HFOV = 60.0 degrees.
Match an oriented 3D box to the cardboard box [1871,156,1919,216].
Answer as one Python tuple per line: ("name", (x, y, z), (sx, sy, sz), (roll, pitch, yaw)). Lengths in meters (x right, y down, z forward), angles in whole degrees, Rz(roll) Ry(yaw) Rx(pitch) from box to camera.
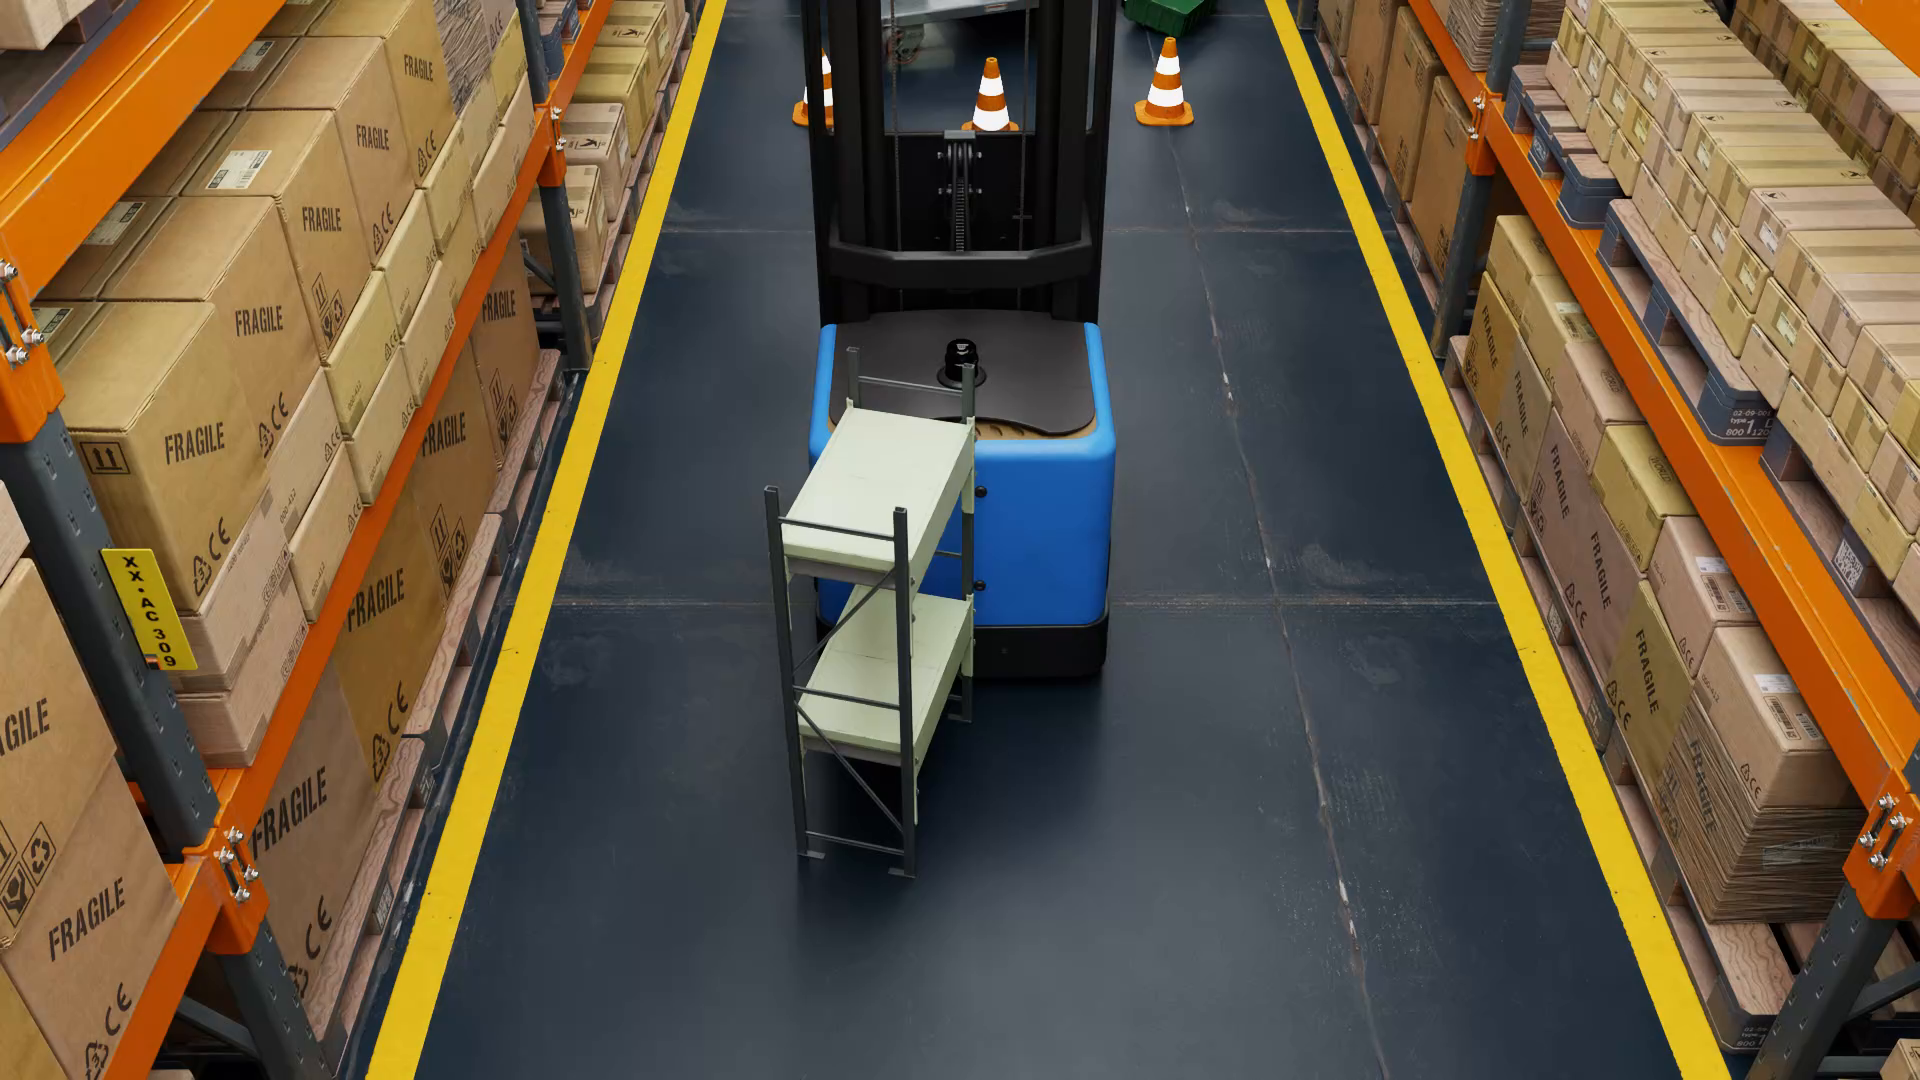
("cardboard box", (3.189, -1.119, 5.374), (0.380, 0.149, 0.250), (1, 39, 1))

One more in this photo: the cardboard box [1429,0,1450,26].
("cardboard box", (2.461, -2.684, 7.621), (0.500, 0.500, 0.500), (0, 39, 0))

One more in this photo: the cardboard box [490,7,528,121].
("cardboard box", (-1.966, -1.819, 6.341), (0.500, 0.250, 0.500), (0, 39, 0))

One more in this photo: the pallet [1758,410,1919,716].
("pallet", (2.878, 0.046, 4.447), (1.003, 0.211, 1.213), (0, 39, 0))

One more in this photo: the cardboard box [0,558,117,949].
("cardboard box", (-1.939, 0.382, 2.995), (0.500, 0.500, 0.500), (0, 39, 0))

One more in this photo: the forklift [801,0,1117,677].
("forklift", (-0.007, -1.538, 6.325), (1.130, 2.935, 3.031), (0, 39, 0))

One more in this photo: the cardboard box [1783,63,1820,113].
("cardboard box", (3.190, -1.594, 5.967), (0.380, 0.149, 0.250), (1, 39, 1))

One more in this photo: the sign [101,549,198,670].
("sign", (-1.661, 0.146, 3.413), (0.100, 0.325, 0.005), (0, 39, 0))

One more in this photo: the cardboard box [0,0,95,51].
("cardboard box", (-1.867, -1.079, 3.071), (0.396, 0.266, 0.258), (0, 39, 0))

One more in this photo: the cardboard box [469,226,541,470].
("cardboard box", (-2.303, -0.888, 6.823), (0.875, 0.875, 0.875), (0, 39, 0))

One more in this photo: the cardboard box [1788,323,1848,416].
("cardboard box", (2.532, -0.472, 4.568), (0.380, 0.149, 0.250), (-1, 39, -2))

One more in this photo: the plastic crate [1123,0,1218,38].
("plastic crate", (1.414, -3.586, 11.029), (0.450, 0.188, 0.662), (27, 45, 16))

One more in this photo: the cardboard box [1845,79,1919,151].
("cardboard box", (3.185, -1.405, 5.494), (0.380, 0.149, 0.250), (0, 39, 0))

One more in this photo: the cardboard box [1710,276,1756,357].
("cardboard box", (2.531, -0.679, 5.064), (0.380, 0.149, 0.250), (2, 39, 2))

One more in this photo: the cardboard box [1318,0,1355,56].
("cardboard box", (2.815, -3.451, 10.121), (1.050, 0.750, 0.750), (0, 39, 0))

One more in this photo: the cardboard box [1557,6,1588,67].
("cardboard box", (2.529, -1.931, 6.389), (0.380, 0.149, 0.250), (2, 39, 2))

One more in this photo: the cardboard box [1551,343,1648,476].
("cardboard box", (2.476, -0.475, 6.007), (0.500, 0.250, 0.500), (0, 39, 0))

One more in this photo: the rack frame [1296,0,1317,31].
("rack frame", (2.725, -4.553, 10.033), (1.000, 3.000, 0.127), (0, 39, 0))

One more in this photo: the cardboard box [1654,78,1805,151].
("cardboard box", (2.537, -1.404, 5.493), (0.380, 0.149, 0.250), (2, 39, 2))

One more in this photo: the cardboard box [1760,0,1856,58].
("cardboard box", (3.186, -1.887, 6.095), (0.380, 0.149, 0.250), (0, 39, -1))

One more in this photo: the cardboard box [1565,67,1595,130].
("cardboard box", (2.528, -1.670, 6.300), (0.380, 0.149, 0.250), (2, 39, 2))

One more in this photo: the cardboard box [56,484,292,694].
("cardboard box", (-1.935, 0.104, 3.941), (0.500, 0.250, 0.500), (-1, 39, -1))

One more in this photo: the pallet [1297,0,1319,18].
("pallet", (2.802, -3.941, 11.499), (1.003, 0.211, 1.213), (0, 39, 0))

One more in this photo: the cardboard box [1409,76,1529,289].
("cardboard box", (2.819, -1.719, 7.959), (1.050, 0.750, 0.750), (-1, 39, -1))

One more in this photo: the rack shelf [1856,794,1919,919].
("rack shelf", (2.736, 1.981, 2.455), (1.077, 0.370, 4.000), (0, 39, 0))

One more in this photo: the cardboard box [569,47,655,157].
("cardboard box", (-2.215, -2.413, 9.127), (0.950, 0.372, 0.625), (1, 39, 1))

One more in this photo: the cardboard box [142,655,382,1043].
("cardboard box", (-2.297, 0.794, 4.724), (0.875, 0.875, 0.875), (1, 39, 1))

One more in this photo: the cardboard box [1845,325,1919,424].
("cardboard box", (2.539, -0.429, 4.276), (0.380, 0.149, 0.250), (-1, 39, -1))

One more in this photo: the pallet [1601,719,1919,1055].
("pallet", (2.732, 1.051, 5.270), (1.003, 0.211, 1.213), (0, 39, 0))

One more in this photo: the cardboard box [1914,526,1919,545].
("cardboard box", (2.536, 0.019, 3.955), (0.380, 0.149, 0.250), (1, 39, 1))

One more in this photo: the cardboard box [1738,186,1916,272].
("cardboard box", (2.537, -0.914, 4.882), (0.380, 0.149, 0.250), (-2, 39, -2))

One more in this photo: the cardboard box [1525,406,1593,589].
("cardboard box", (2.484, -0.162, 6.217), (0.500, 0.500, 0.500), (-1, 39, -1))

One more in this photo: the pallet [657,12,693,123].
("pallet", (-2.223, -2.912, 10.214), (1.003, 0.211, 1.213), (0, 39, 0))

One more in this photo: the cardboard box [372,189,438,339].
("cardboard box", (-1.940, -0.853, 5.137), (0.500, 0.250, 0.500), (-1, 39, -1))

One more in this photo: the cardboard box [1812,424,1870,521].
("cardboard box", (2.536, -0.183, 4.445), (0.380, 0.149, 0.250), (0, 39, 0))

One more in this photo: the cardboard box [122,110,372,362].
("cardboard box", (-1.955, -0.820, 4.495), (0.500, 0.500, 0.500), (-1, 39, -1))

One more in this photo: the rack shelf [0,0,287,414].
("rack shelf", (-2.218, -1.624, 4.555), (1.077, 0.370, 4.000), (0, 39, 0))

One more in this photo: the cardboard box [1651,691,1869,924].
("cardboard box", (2.481, 0.798, 5.018), (0.500, 0.500, 0.500), (-1, 39, -1))

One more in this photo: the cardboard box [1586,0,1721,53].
("cardboard box", (2.539, -1.893, 6.102), (0.380, 0.149, 0.250), (-1, 39, -1))

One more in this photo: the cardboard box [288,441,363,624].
("cardboard box", (-1.955, -0.024, 4.501), (0.500, 0.250, 0.500), (-1, 39, -1))

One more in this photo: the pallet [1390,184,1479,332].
("pallet", (2.804, -1.457, 8.399), (1.003, 0.211, 1.213), (0, 39, 0))

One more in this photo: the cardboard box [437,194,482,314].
("cardboard box", (-1.960, -0.976, 5.689), (0.500, 0.250, 0.500), (0, 39, -1))

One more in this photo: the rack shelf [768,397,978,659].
("rack shelf", (-0.244, -0.051, 4.991), (0.431, 0.370, 0.720), (9, 40, 11))

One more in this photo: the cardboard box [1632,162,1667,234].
("cardboard box", (2.533, -1.166, 5.671), (0.380, 0.149, 0.250), (1, 39, 1))

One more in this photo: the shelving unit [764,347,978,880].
("shelving unit", (-0.244, 0.253, 5.235), (0.431, 1.500, 0.755), (9, 40, 11))

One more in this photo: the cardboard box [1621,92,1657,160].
("cardboard box", (2.536, -1.437, 5.772), (0.380, 0.149, 0.250), (0, 39, 0))

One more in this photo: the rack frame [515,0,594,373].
("rack frame", (-2.221, -1.985, 6.828), (1.000, 3.000, 0.127), (0, 39, 0))

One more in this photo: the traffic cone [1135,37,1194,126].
("traffic cone", (1.216, -2.724, 9.779), (0.336, 0.463, 0.334), (0, 39, 0))

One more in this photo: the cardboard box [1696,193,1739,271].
("cardboard box", (2.536, -0.957, 5.173), (0.380, 0.149, 0.250), (1, 39, 2))

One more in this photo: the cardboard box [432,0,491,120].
("cardboard box", (-1.950, -1.770, 5.681), (0.500, 0.500, 0.500), (1, 39, 1))

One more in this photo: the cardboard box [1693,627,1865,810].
("cardboard box", (2.480, 0.503, 4.787), (0.500, 0.250, 0.500), (-1, 39, -1))

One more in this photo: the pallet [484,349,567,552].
("pallet", (-2.295, -0.404, 7.085), (1.003, 0.211, 1.213), (0, 39, 0))
